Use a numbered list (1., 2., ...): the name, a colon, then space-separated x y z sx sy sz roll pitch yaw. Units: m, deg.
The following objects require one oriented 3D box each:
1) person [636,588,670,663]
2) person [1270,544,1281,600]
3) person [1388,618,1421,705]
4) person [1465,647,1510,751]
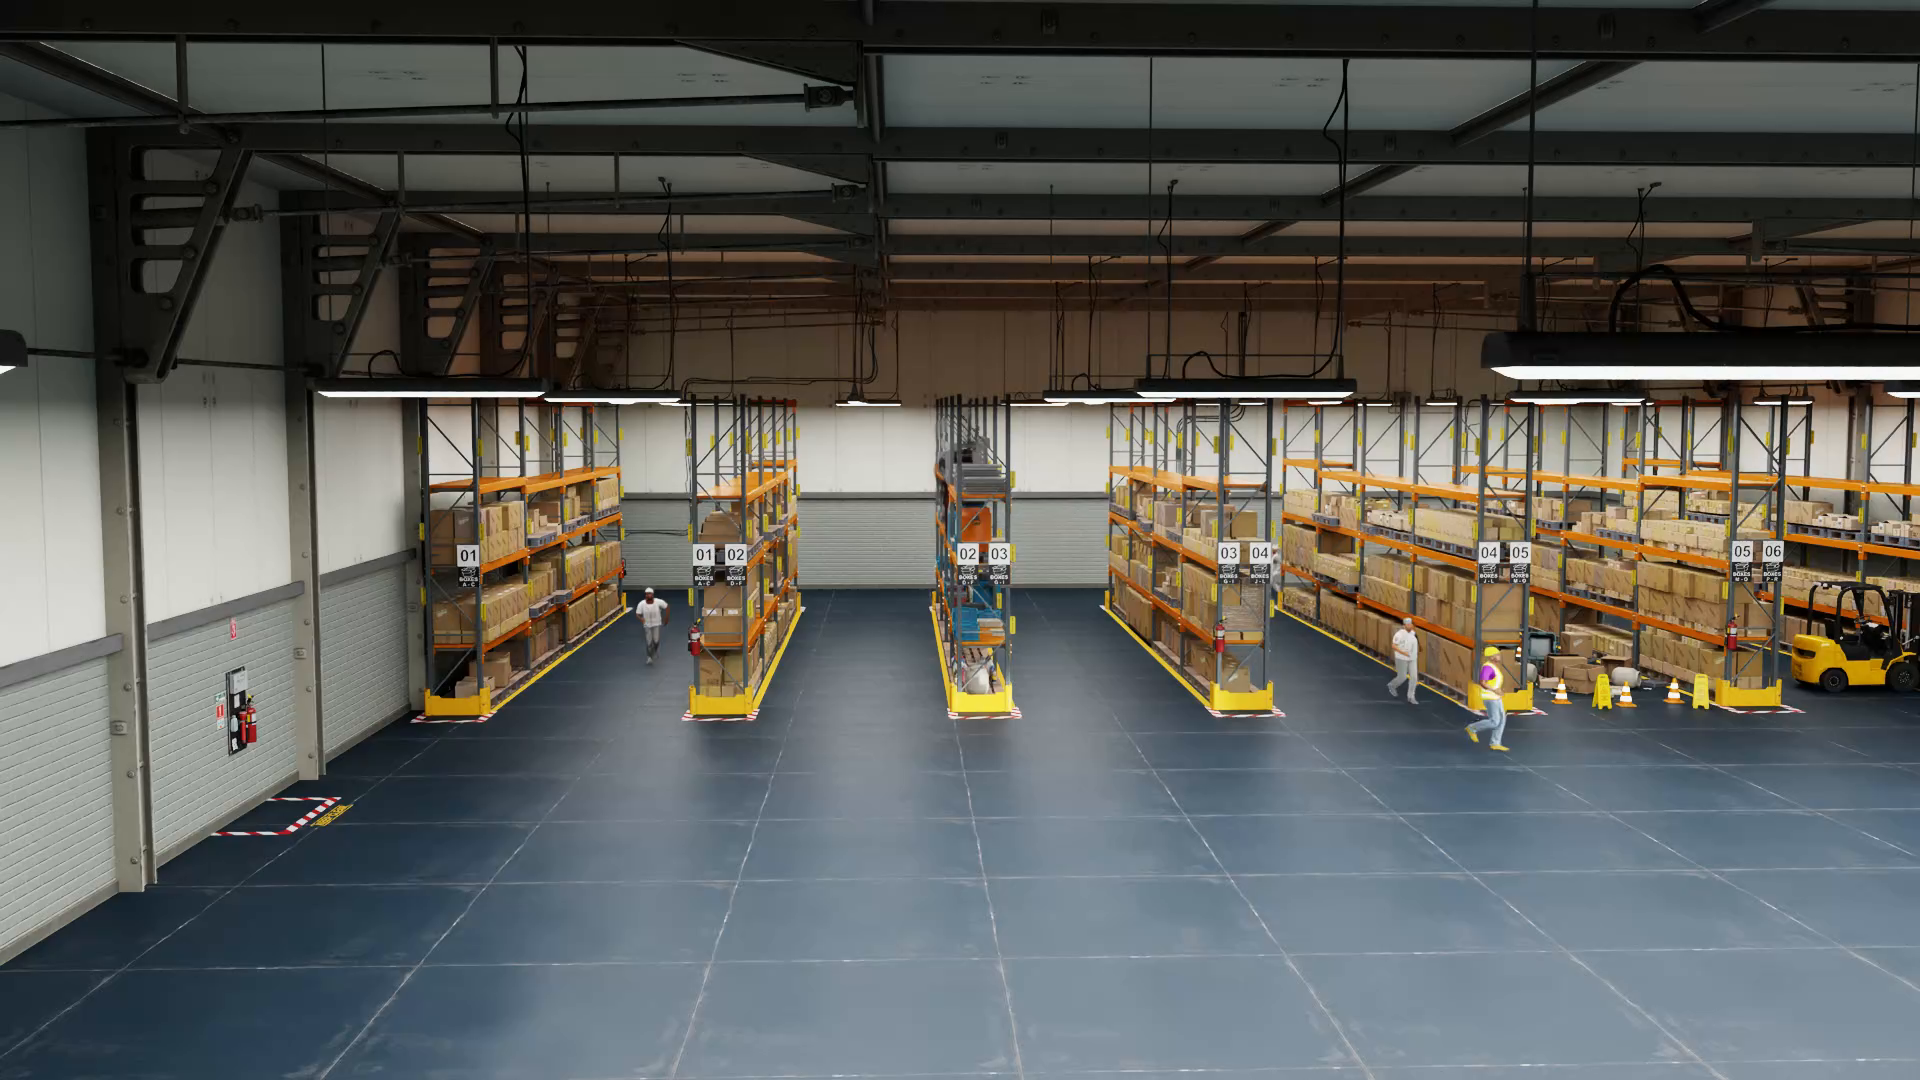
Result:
1. person: -6.891 1.923 37.248 0.726 1.714 0.743 0 5 -4
2. person: 9.203 0.980 49.041 0.898 1.732 0.796 0 5 -4
3. person: 8.716 2.347 32.575 0.611 1.665 0.816 -2 5 -19
4. person: 8.883 2.663 27.955 0.723 1.752 0.692 2 5 28
